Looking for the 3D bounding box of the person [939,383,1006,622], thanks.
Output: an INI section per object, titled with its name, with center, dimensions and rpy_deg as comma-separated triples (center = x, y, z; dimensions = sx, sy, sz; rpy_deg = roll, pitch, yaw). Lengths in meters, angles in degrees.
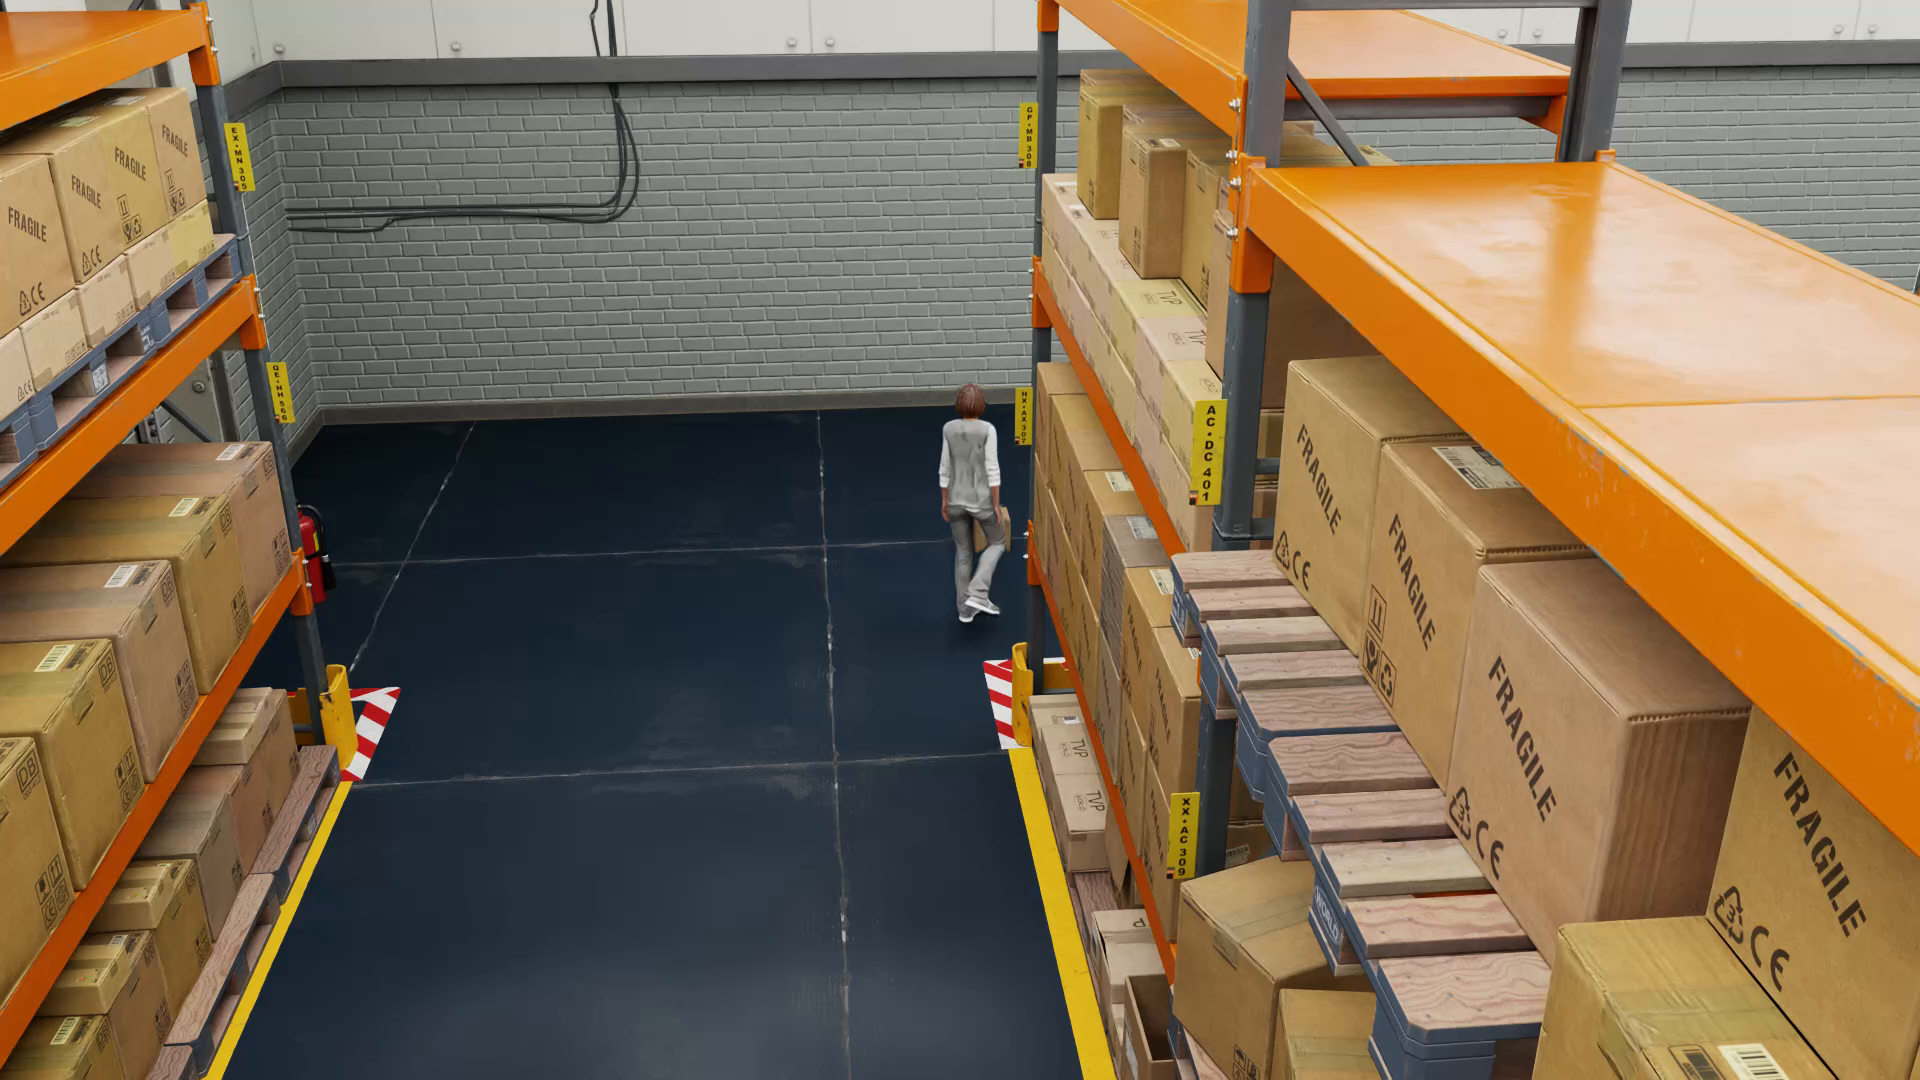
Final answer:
[person]
center = 0.068, -0.213, 10.763
dimensions = 0.467, 1.590, 0.458
rpy_deg = 8, 25, 18
